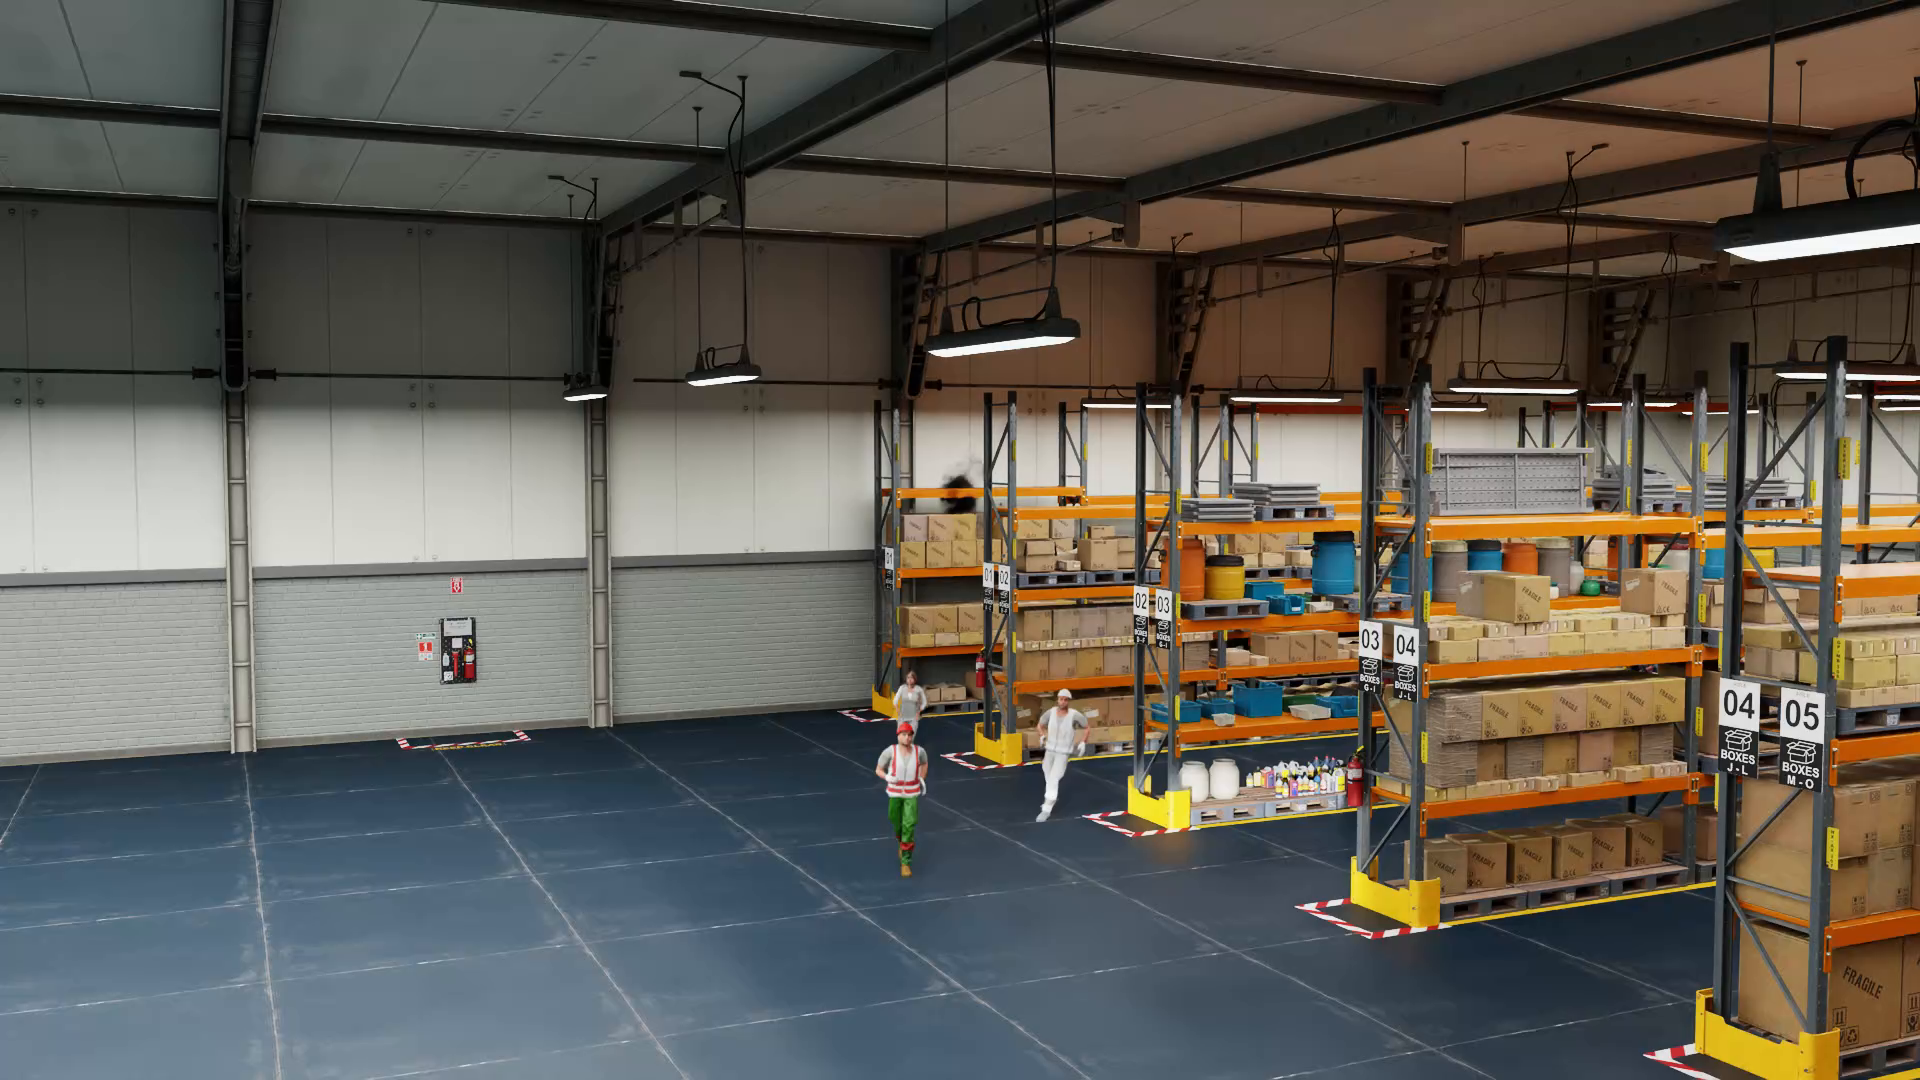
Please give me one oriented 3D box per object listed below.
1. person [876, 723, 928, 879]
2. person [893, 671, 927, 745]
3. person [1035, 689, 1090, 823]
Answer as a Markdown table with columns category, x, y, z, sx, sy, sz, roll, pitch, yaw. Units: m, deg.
| category | x | y | z | sx | sy | sz | roll | pitch | yaw |
| --- | --- | --- | --- | --- | --- | --- | --- | --- | --- |
| person | -0.700 | 3.097 | 20.098 | 0.637 | 1.798 | 0.921 | 0 | 3 | -3 |
| person | -0.798 | 2.856 | 26.511 | 0.542 | 1.556 | 0.622 | 0 | 3 | 2 |
| person | 1.363 | 2.939 | 22.911 | 0.724 | 1.792 | 0.891 | 2 | 4 | 26 |
